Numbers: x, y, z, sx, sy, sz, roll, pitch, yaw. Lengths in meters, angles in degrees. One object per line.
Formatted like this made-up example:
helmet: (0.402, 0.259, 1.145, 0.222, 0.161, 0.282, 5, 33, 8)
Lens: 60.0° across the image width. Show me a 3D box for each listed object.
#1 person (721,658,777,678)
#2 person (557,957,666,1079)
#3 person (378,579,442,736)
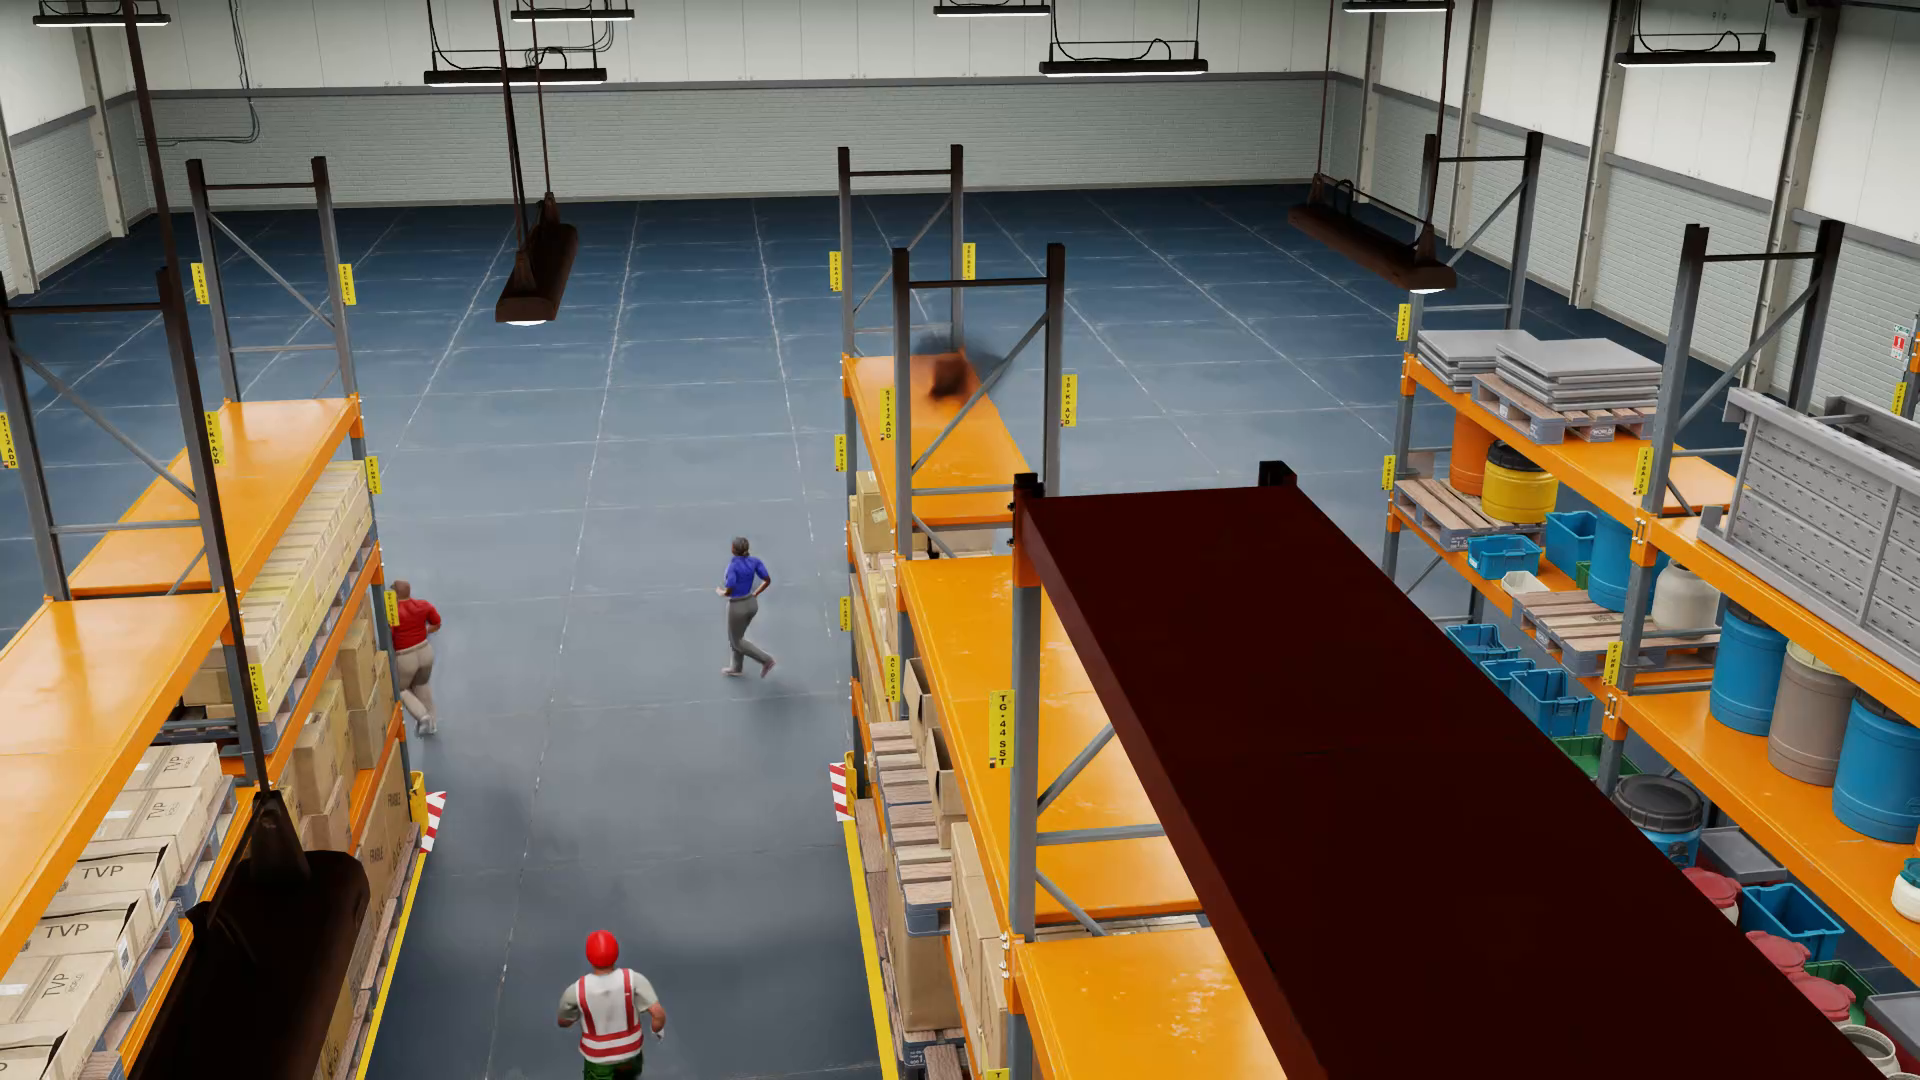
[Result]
person: (-2.276, 1.322, 17.783, 0.764, 0.423, 0.144, 15, 26, 33)
person: (-2.250, 3.331, 10.773, 0.651, 1.740, 0.983, -8, 23, -20)
person: (-5.409, 1.168, 16.349, 0.610, 1.692, 0.705, 20, 29, 40)
